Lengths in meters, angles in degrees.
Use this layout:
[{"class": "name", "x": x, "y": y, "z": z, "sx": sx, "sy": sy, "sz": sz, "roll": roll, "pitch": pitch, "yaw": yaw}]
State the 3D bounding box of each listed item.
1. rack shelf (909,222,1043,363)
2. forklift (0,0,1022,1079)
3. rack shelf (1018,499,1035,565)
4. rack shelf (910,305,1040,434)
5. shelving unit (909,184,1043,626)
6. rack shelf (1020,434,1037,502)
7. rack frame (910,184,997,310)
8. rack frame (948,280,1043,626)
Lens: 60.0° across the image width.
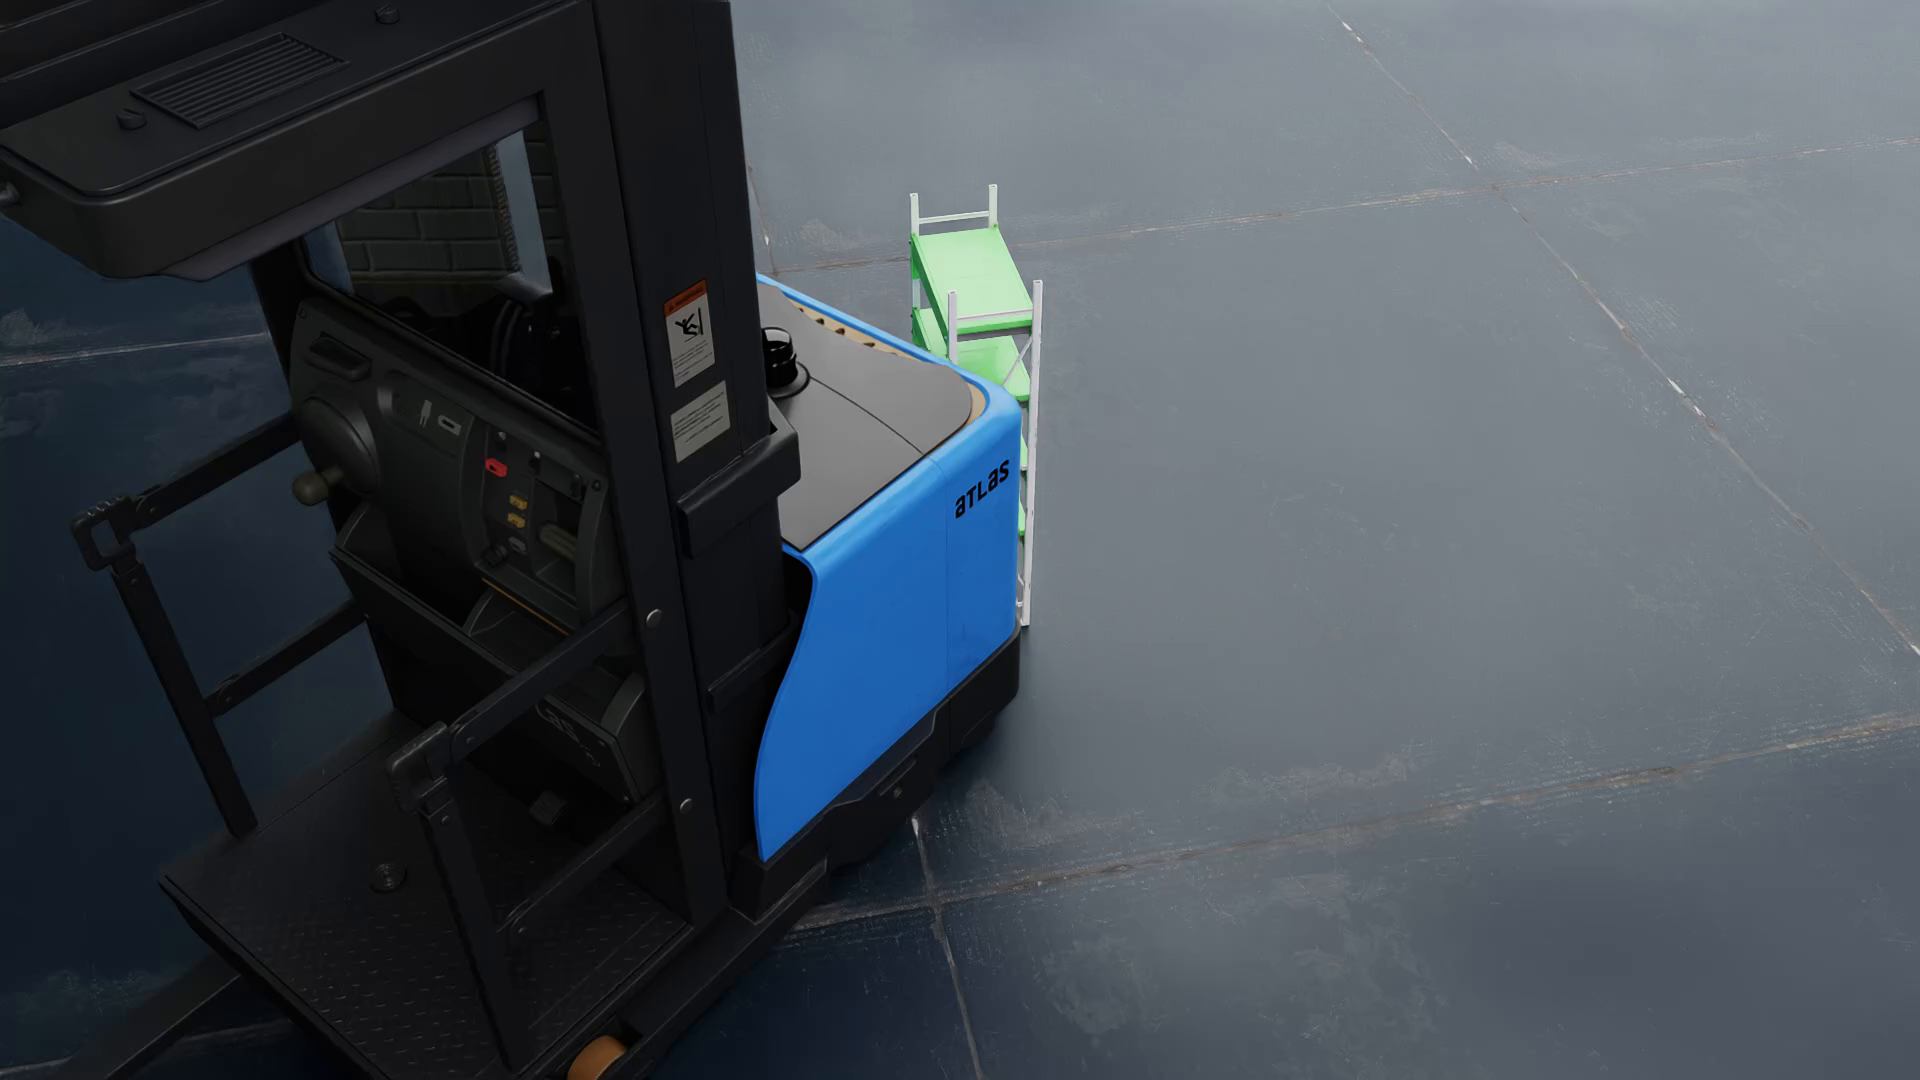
[{"class": "rack shelf", "x": 0.036, "y": -0.653, "z": 4.455, "sx": 0.258, "sy": 0.148, "sz": 0.480, "roll": -8, "pitch": 42, "yaw": -9}, {"class": "forklift", "x": -1.144, "y": -0.078, "z": 3.129, "sx": 1.130, "sy": 2.935, "sz": 3.031, "roll": 28, "pitch": 49, "yaw": 28}, {"class": "rack shelf", "x": 0.036, "y": -0.114, "z": 4.933, "sx": 0.258, "sy": 0.148, "sz": 0.480, "roll": -8, "pitch": 42, "yaw": -9}, {"class": "rack shelf", "x": 0.036, "y": -0.473, "z": 4.614, "sx": 0.258, "sy": 0.148, "sz": 0.480, "roll": -8, "pitch": 42, "yaw": -9}, {"class": "shelving unit", "x": 0.036, "y": -0.341, "z": 4.731, "sx": 0.258, "sy": 1.200, "sz": 0.503, "roll": -8, "pitch": 42, "yaw": -9}, {"class": "rack shelf", "x": 0.036, "y": -0.294, "z": 4.773, "sx": 0.258, "sy": 0.148, "sz": 0.480, "roll": -8, "pitch": 42, "yaw": -9}, {"class": "rack frame", "x": -0.017, "y": -0.500, "z": 4.909, "sx": 0.240, "sy": 1.200, "sz": 0.015, "roll": -8, "pitch": 42, "yaw": -9}, {"class": "rack frame", "x": 0.088, "y": -0.183, "z": 4.553, "sx": 0.240, "sy": 1.200, "sz": 0.015, "roll": -8, "pitch": 42, "yaw": -9}]
